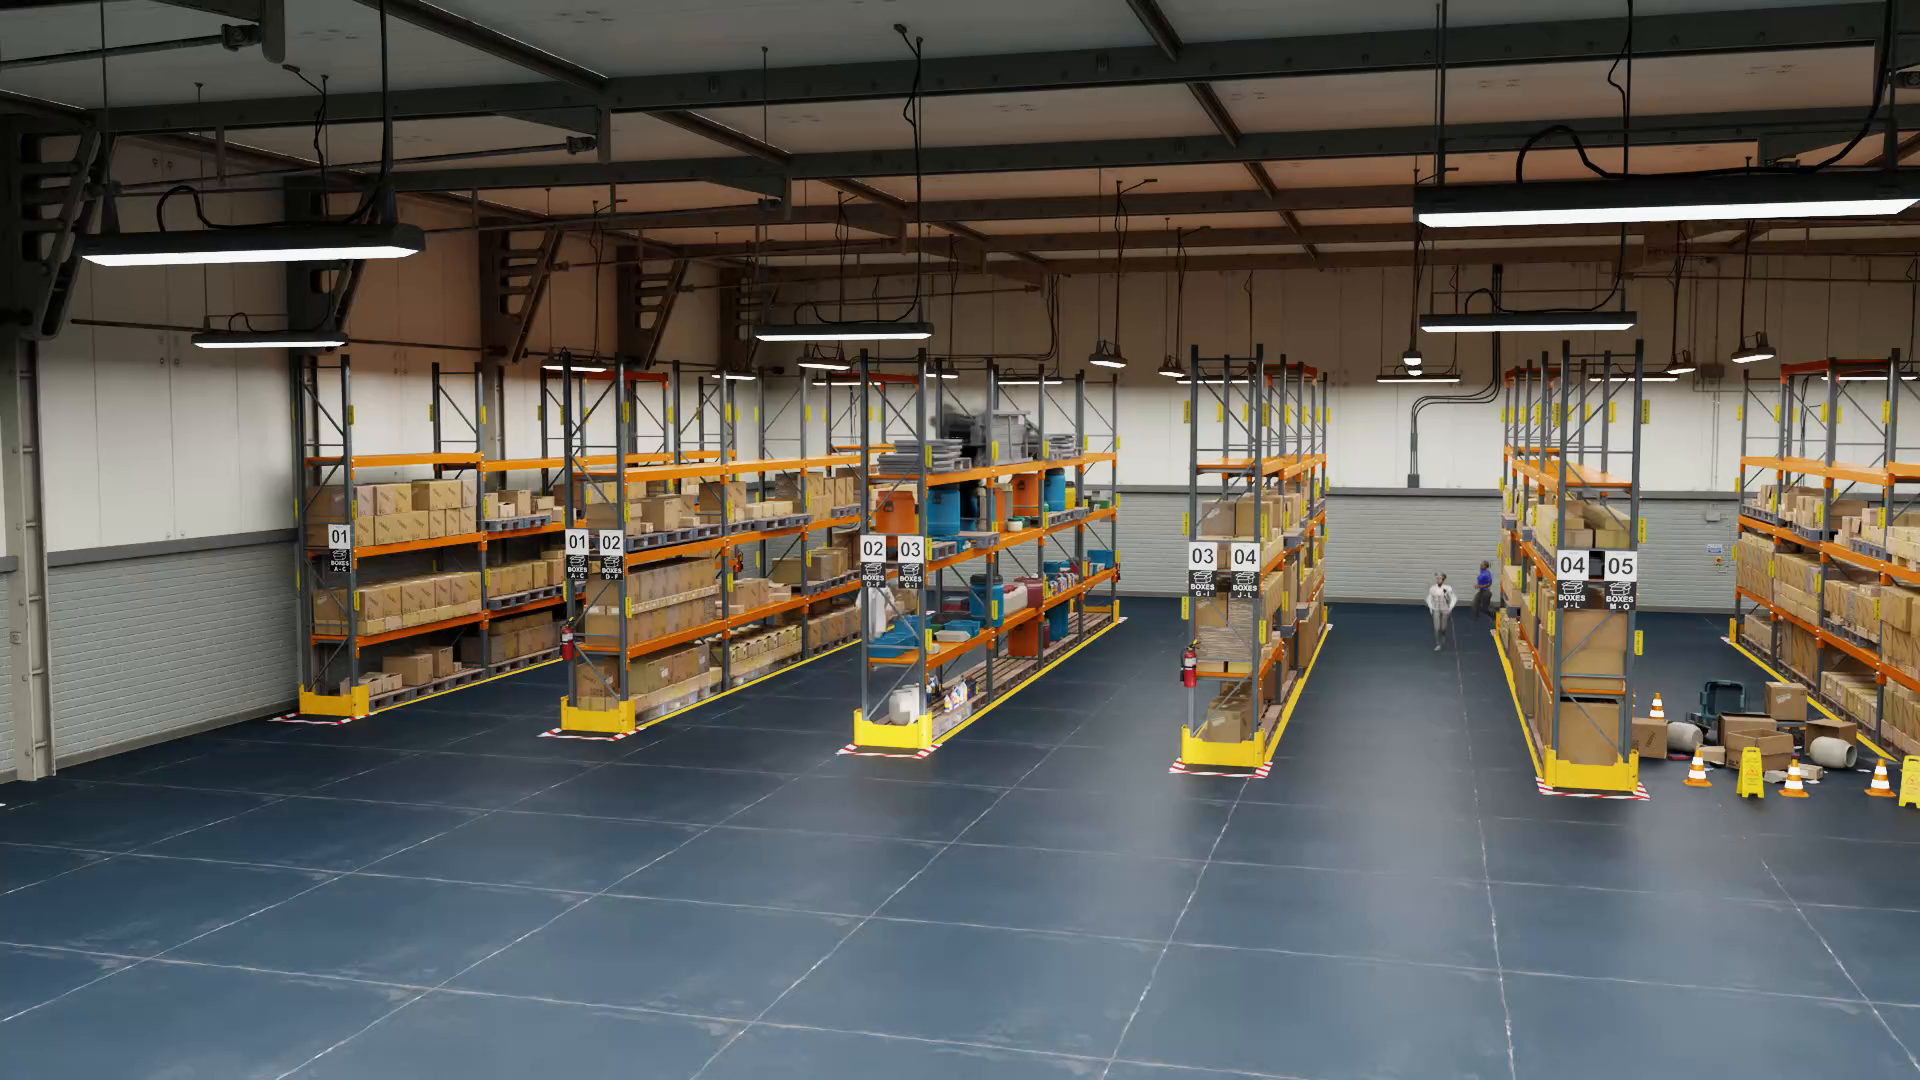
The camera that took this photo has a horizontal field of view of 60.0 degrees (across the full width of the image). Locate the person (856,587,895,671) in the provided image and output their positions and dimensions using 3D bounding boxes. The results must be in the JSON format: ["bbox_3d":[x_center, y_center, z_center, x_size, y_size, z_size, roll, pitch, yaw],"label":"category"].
[{"bbox_3d":[-1.596,1.507,30.947,0.709,1.784,0.936,0,4,5],"label":"person"}]

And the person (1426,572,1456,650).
[{"bbox_3d":[10.265,1.522,35.520,0.619,1.662,0.475,2,5,26],"label":"person"}]

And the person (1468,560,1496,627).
[{"bbox_3d":[12.405,1.297,39.185,0.743,1.657,0.691,0,4,0],"label":"person"}]
